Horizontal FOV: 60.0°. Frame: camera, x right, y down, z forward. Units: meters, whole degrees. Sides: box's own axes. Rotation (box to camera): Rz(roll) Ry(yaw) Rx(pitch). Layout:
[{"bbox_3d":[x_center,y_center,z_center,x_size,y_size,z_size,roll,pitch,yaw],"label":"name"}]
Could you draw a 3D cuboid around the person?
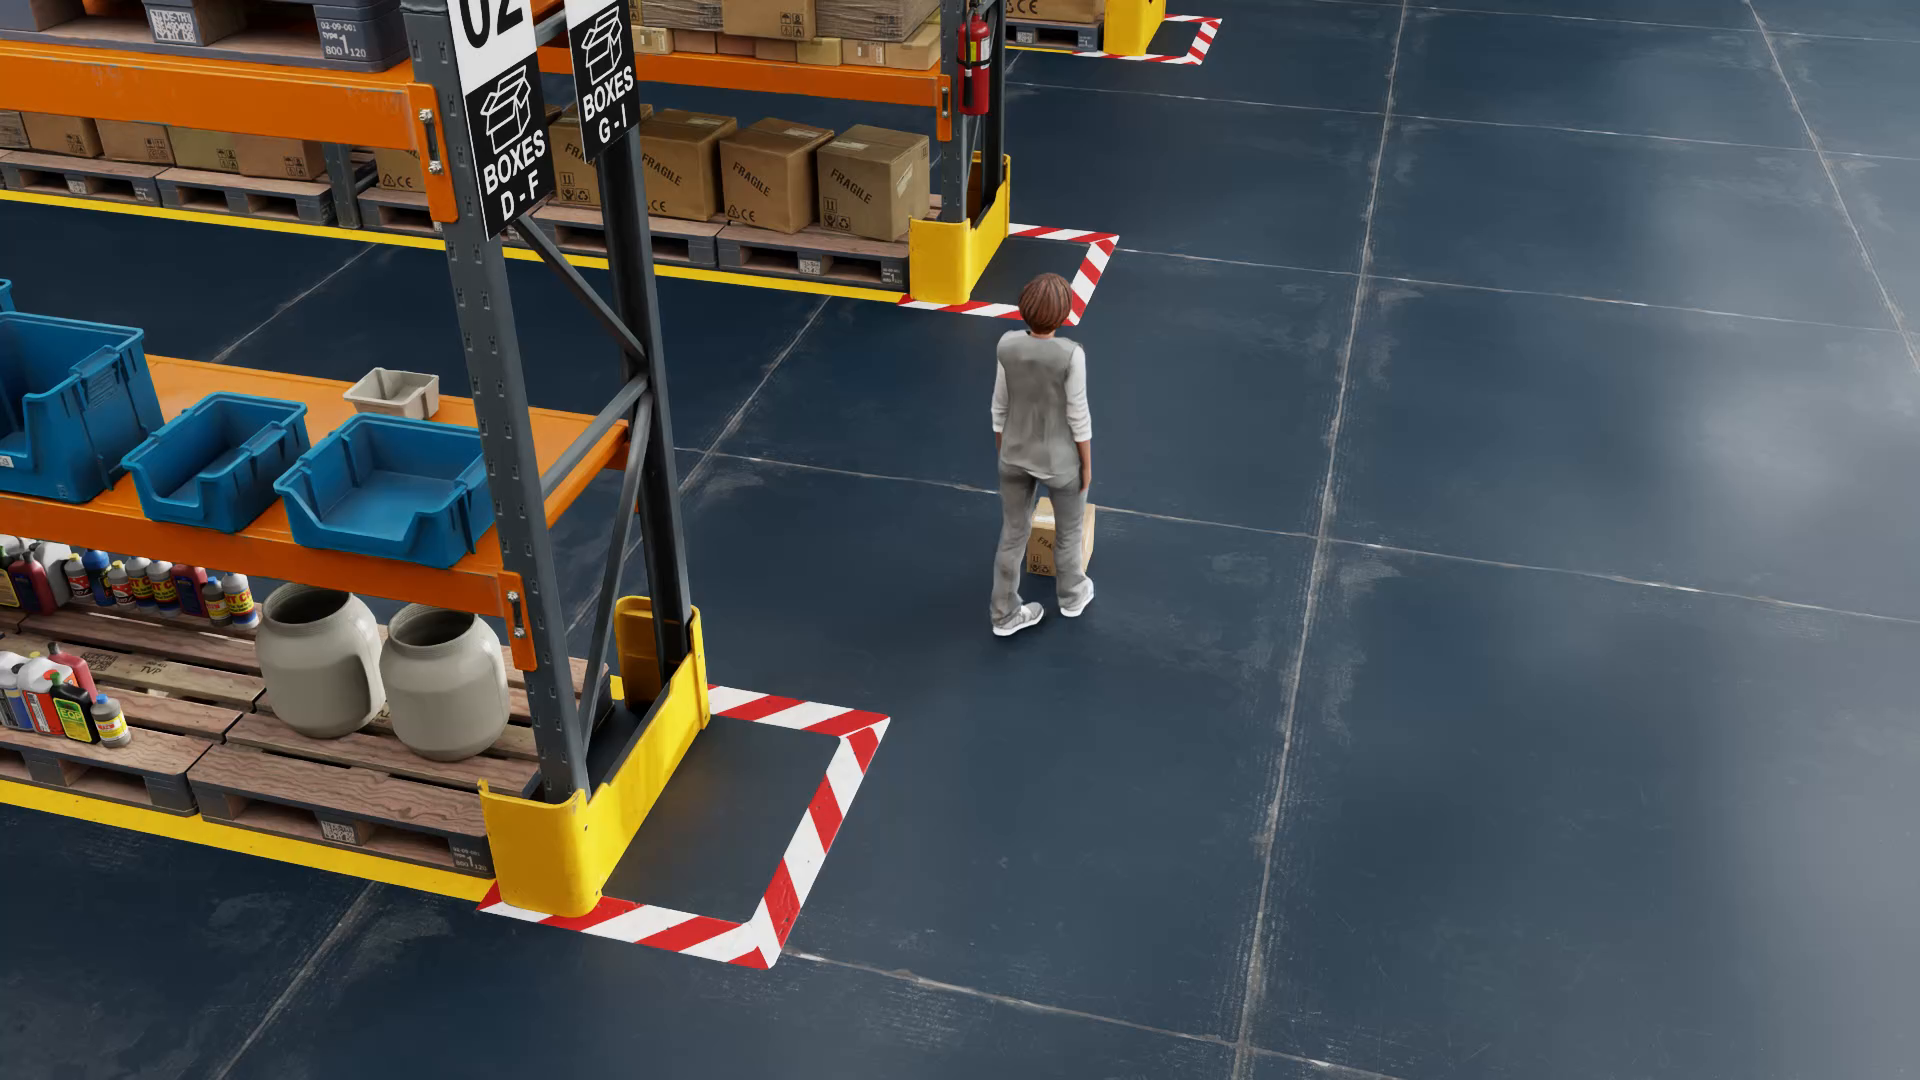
[{"bbox_3d":[0.351,-0.352,6.672,0.422,1.595,0.555,15,36,21],"label":"person"}]
